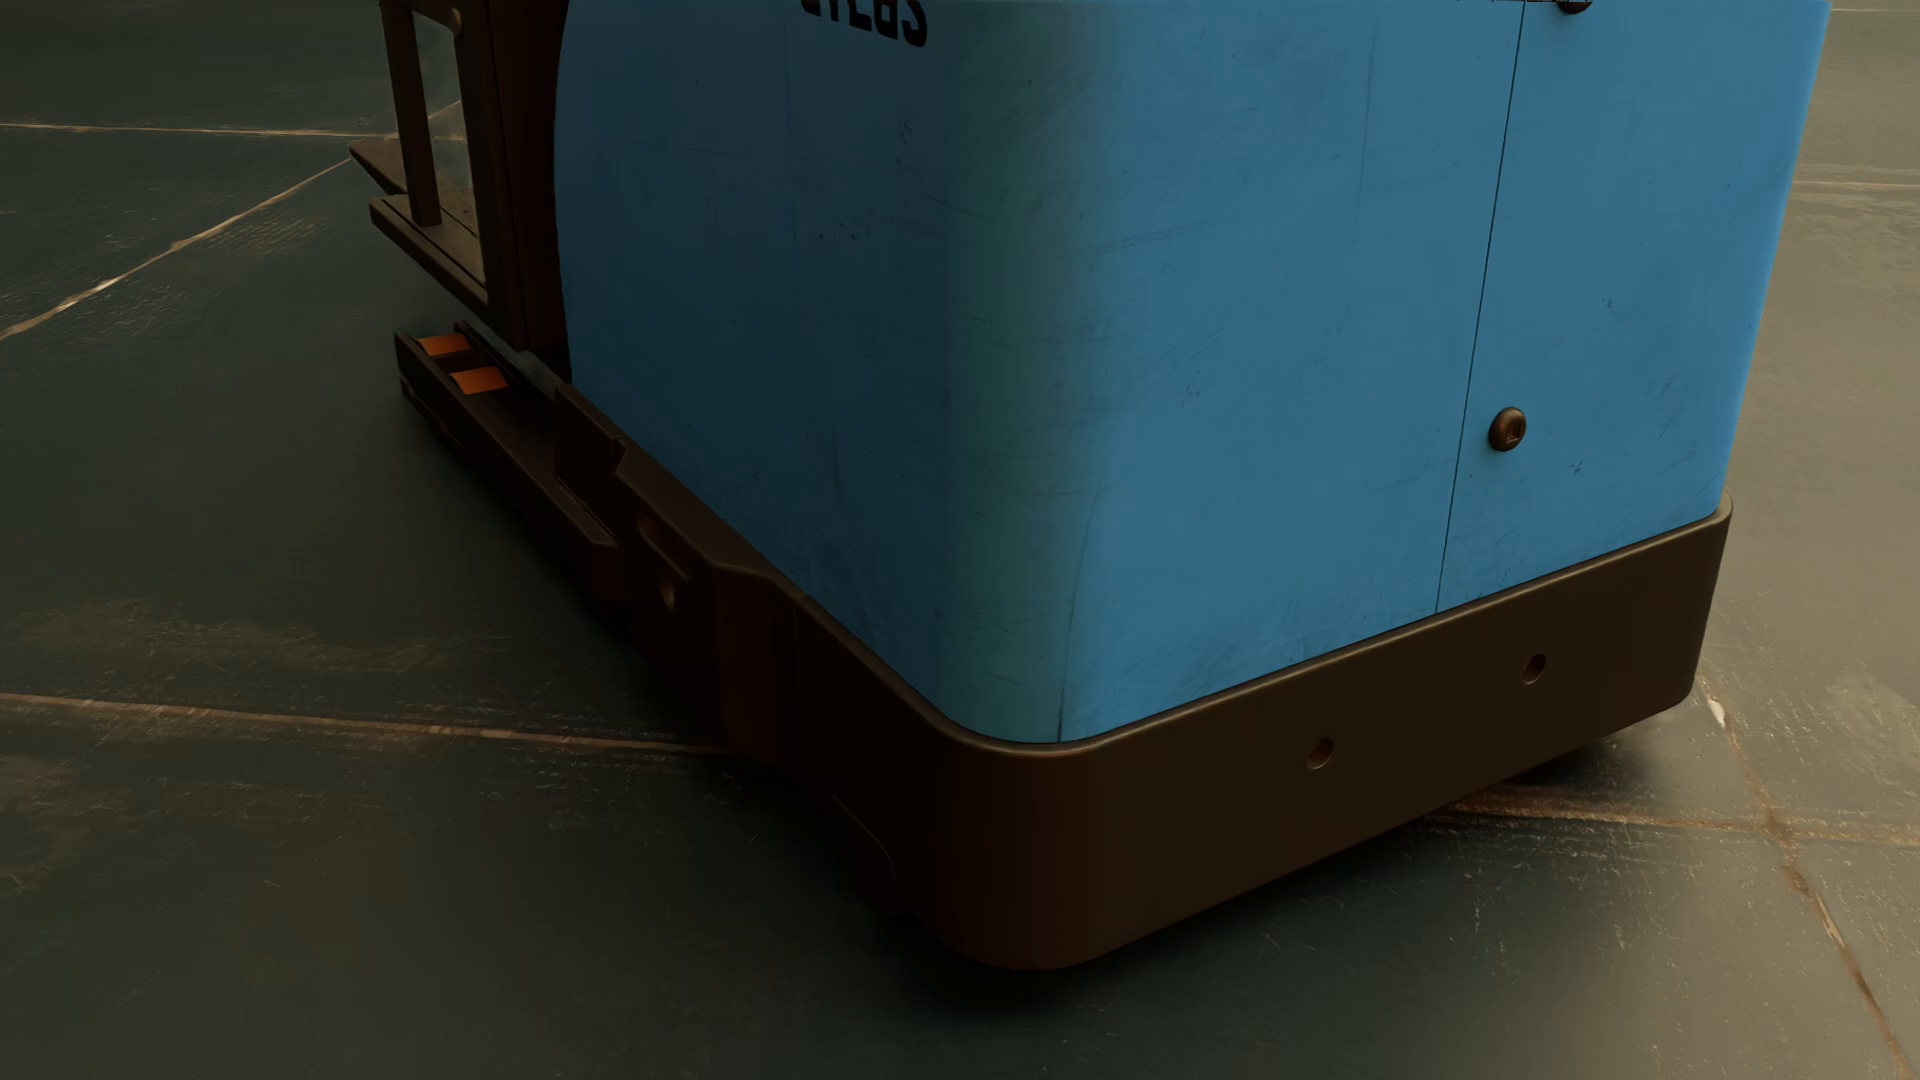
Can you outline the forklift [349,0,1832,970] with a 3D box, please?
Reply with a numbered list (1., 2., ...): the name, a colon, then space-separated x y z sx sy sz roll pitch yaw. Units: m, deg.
1. forklift: -0.318 -1.528 2.280 1.130 2.935 3.031 -15 30 -28
